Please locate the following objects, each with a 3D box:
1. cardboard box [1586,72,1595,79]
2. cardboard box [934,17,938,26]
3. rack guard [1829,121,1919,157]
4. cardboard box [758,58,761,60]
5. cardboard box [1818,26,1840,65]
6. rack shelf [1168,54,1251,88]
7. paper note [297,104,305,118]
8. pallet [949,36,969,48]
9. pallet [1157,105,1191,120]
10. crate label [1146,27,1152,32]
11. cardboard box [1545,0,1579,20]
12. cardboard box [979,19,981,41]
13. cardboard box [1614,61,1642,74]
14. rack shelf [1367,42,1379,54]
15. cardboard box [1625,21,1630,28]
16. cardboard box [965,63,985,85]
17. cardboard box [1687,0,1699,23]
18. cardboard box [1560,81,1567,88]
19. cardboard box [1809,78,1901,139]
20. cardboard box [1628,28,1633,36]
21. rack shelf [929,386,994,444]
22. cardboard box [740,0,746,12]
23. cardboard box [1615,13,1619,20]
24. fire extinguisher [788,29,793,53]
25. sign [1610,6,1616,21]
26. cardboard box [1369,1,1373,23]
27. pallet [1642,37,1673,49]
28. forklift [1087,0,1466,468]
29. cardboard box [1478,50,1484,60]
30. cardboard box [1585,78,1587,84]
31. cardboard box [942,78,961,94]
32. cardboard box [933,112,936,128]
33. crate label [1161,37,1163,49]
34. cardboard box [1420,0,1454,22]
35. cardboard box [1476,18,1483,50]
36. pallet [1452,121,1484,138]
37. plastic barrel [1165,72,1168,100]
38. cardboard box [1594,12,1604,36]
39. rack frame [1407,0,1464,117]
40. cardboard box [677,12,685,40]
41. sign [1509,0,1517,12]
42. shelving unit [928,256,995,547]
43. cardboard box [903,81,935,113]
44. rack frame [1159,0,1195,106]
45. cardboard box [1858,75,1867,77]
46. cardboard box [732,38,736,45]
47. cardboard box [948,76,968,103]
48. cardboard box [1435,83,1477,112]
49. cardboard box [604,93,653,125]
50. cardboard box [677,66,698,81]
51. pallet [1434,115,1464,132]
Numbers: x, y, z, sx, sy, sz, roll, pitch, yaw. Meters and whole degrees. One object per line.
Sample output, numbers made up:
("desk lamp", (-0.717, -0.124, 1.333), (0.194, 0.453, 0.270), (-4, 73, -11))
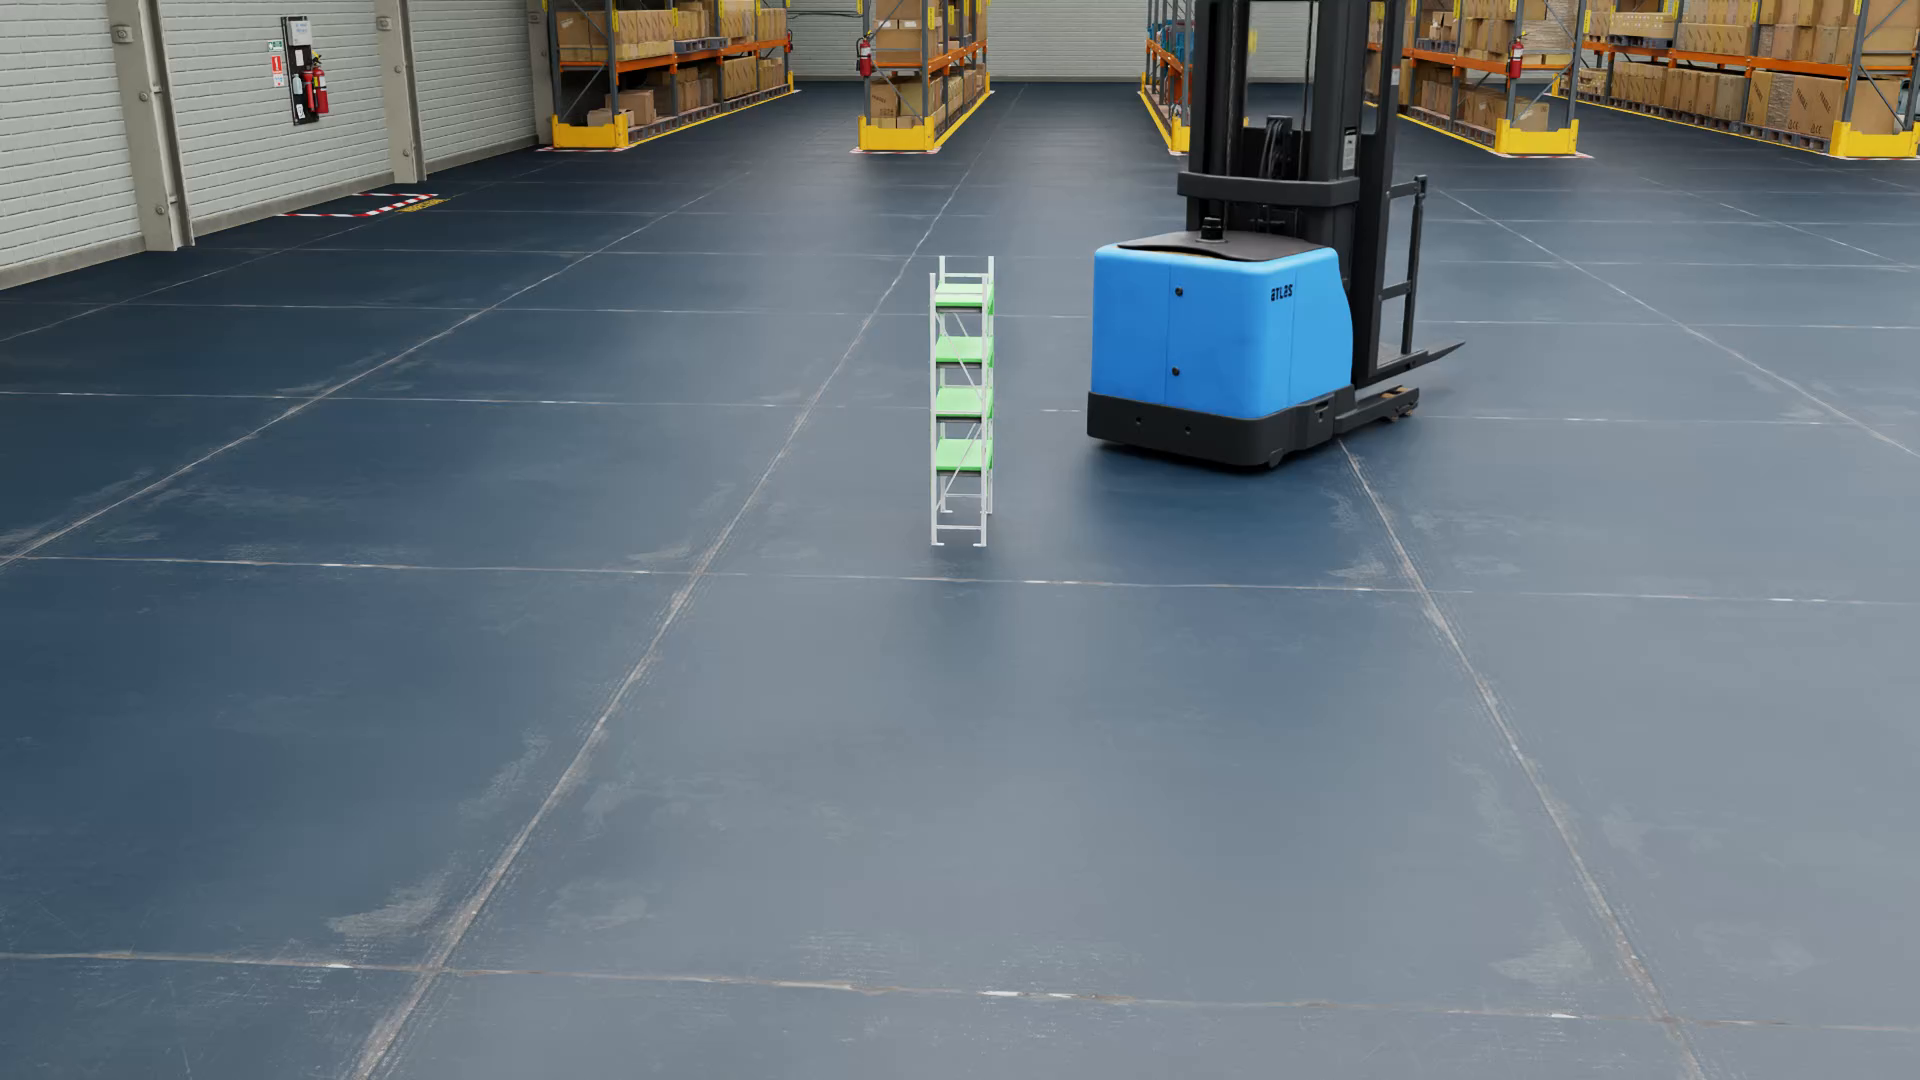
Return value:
("cardboard box", (14.461, -10.550, 37.752), (0.380, 0.149, 0.250), (0, 18, 1))
("cardboard box", (-0.572, -8.890, 28.535), (0.380, 0.149, 0.250), (1, 18, 4))
("rack guard", (13.820, -6.061, 25.118), (1.175, 0.500, 0.348), (1, 18, 4))
("cardboard box", (-5.005, -11.529, 40.089), (0.380, 0.149, 0.250), (2, 18, 5))
("cardboard box", (13.821, -7.615, 25.606), (0.875, 0.550, 0.550), (1, 18, 4))
("rack shelf", (4.085, -7.789, 27.530), (1.077, 0.370, 4.000), (1, 18, 4))
("paper note", (-7.480, -4.865, 18.867), (0.016, 0.148, 0.142), (1, 18, 4))
("pallet", (-0.447, -10.226, 34.124), (1.213, 0.211, 1.003), (1, 18, 4))
("pallet", (4.421, -8.429, 32.808), (1.003, 0.211, 1.213), (1, 18, 4))
("crate label", (4.742, -12.358, 40.493), (0.416, 0.233, 0.303), (1, 18, 4))
("cardboard box", (9.193, -8.227, 25.471), (0.500, 0.500, 0.500), (1, 18, 4))
("cardboard box", (0.203, -11.707, 38.172), (0.500, 0.500, 0.500), (2, 18, 5))
("cardboard box", (14.365, -10.128, 35.650), (0.500, 0.250, 0.500), (0, 18, 1))
("rack shelf", (9.885, -11.405, 38.567), (1.077, 0.370, 4.000), (1, 18, 4))
("cardboard box", (14.125, -10.768, 34.718), (0.380, 0.149, 0.250), (2, 18, 6))
("cardboard box", (0.355, -11.437, 40.818), (0.500, 0.500, 0.500), (1, 18, 4))
("cardboard box", (14.353, -10.125, 31.738), (0.700, 0.500, 0.500), (1, 18, 4))
("cardboard box", (14.612, -10.915, 39.821), (0.380, 0.149, 0.250), (2, 18, 5))
("cardboard box", (13.804, -6.659, 25.664), (0.875, 0.875, 0.875), (1, 18, 4))
("cardboard box", (14.107, -10.546, 34.519), (0.380, 0.149, 0.250), (1, 18, 3))
("rack shelf", (0.012, -0.561, 7.413), (0.258, 0.148, 0.480), (1, 18, 4))
("cardboard box", (-4.941, -11.544, 35.962), (0.500, 0.250, 0.500), (2, 18, 5))
("cardboard box", (14.181, -11.148, 35.400), (0.380, 0.149, 0.250), (2, 18, 5))
("fire extinguisher", (-4.322, -12.522, 41.545), (0.296, 0.674, 0.183), (1, 18, 4))
("sign", (14.140, -11.405, 36.021), (0.100, 0.325, 0.005), (1, 18, 4))
("cardboard box", (9.658, -12.335, 38.809), (0.500, 0.500, 0.500), (1, 18, 2))
("pallet", (14.340, -9.874, 33.047), (1.213, 0.211, 1.003), (1, 18, 4))
("forklift", (2.002, -2.149, 9.274), (1.130, 2.935, 3.031), (14, 23, 37))
("cardboard box", (8.759, -7.995, 27.410), (0.380, 0.149, 0.250), (1, 18, 4))
("cardboard box", (14.612, -10.563, 38.267), (0.380, 0.149, 0.250), (2, 18, 7))
("cardboard box", (-0.248, -8.935, 32.716), (0.500, 0.311, 0.500), (1, 18, 3))
("cardboard box", (-0.670, -6.986, 27.668), (0.500, 0.250, 0.500), (1, 18, 4))
("crate label", (4.111, -9.792, 32.758), (0.303, 0.233, 0.416), (1, 18, 4))
("cardboard box", (9.524, -10.634, 33.288), (0.797, 0.503, 0.637), (2, 18, 6))
("cardboard box", (9.068, -8.379, 27.540), (0.875, 0.500, 0.500), (1, 18, 4))
("pallet", (9.156, -7.106, 28.772), (1.003, 0.211, 1.213), (1, 18, 4))
("plastic barrel", (4.614, -9.551, 34.951), (0.600, 0.588, 0.708), (1, 18, 4))
("cardboard box", (14.473, -11.490, 37.034), (0.500, 0.500, 0.500), (1, 18, 2))
("rack frame", (9.455, -9.883, 32.768), (1.000, 3.000, 0.127), (1, 18, 4))
("cardboard box", (-5.536, -9.560, 30.914), (0.700, 0.500, 0.500), (3, 18, 10))
("sign", (8.330, -8.118, 25.013), (0.100, 0.325, 0.005), (1, 18, 4))
("shelving unit", (0.012, -0.622, 7.393), (0.258, 1.200, 0.503), (1, 18, 4))
("cardboard box", (-0.682, -7.343, 27.552), (0.500, 0.500, 0.500), (1, 18, 4))
("rack frame", (4.515, -9.994, 33.106), (1.000, 3.000, 0.127), (1, 18, 4))
("cardboard box", (19.662, -9.900, 35.557), (0.875, 0.875, 0.875), (2, 18, 6))
("cardboard box", (-5.013, -10.679, 35.567), (0.380, 0.149, 0.250), (1, 18, 4))
("cardboard box", (-0.108, -9.262, 34.179), (0.500, 0.500, 0.500), (2, 18, 6))
("cardboard box", (9.366, -8.347, 31.388), (0.700, 0.500, 0.500), (3, 18, 9))
("cardboard box", (-5.657, -7.368, 28.400), (0.700, 0.500, 0.500), (0, 18, 0))
("cardboard box", (-5.470, -9.192, 32.762), (0.500, 0.250, 0.500), (2, 18, 5))
("pallet", (9.223, -7.558, 30.149), (1.003, 0.211, 1.213), (1, 18, 4))
